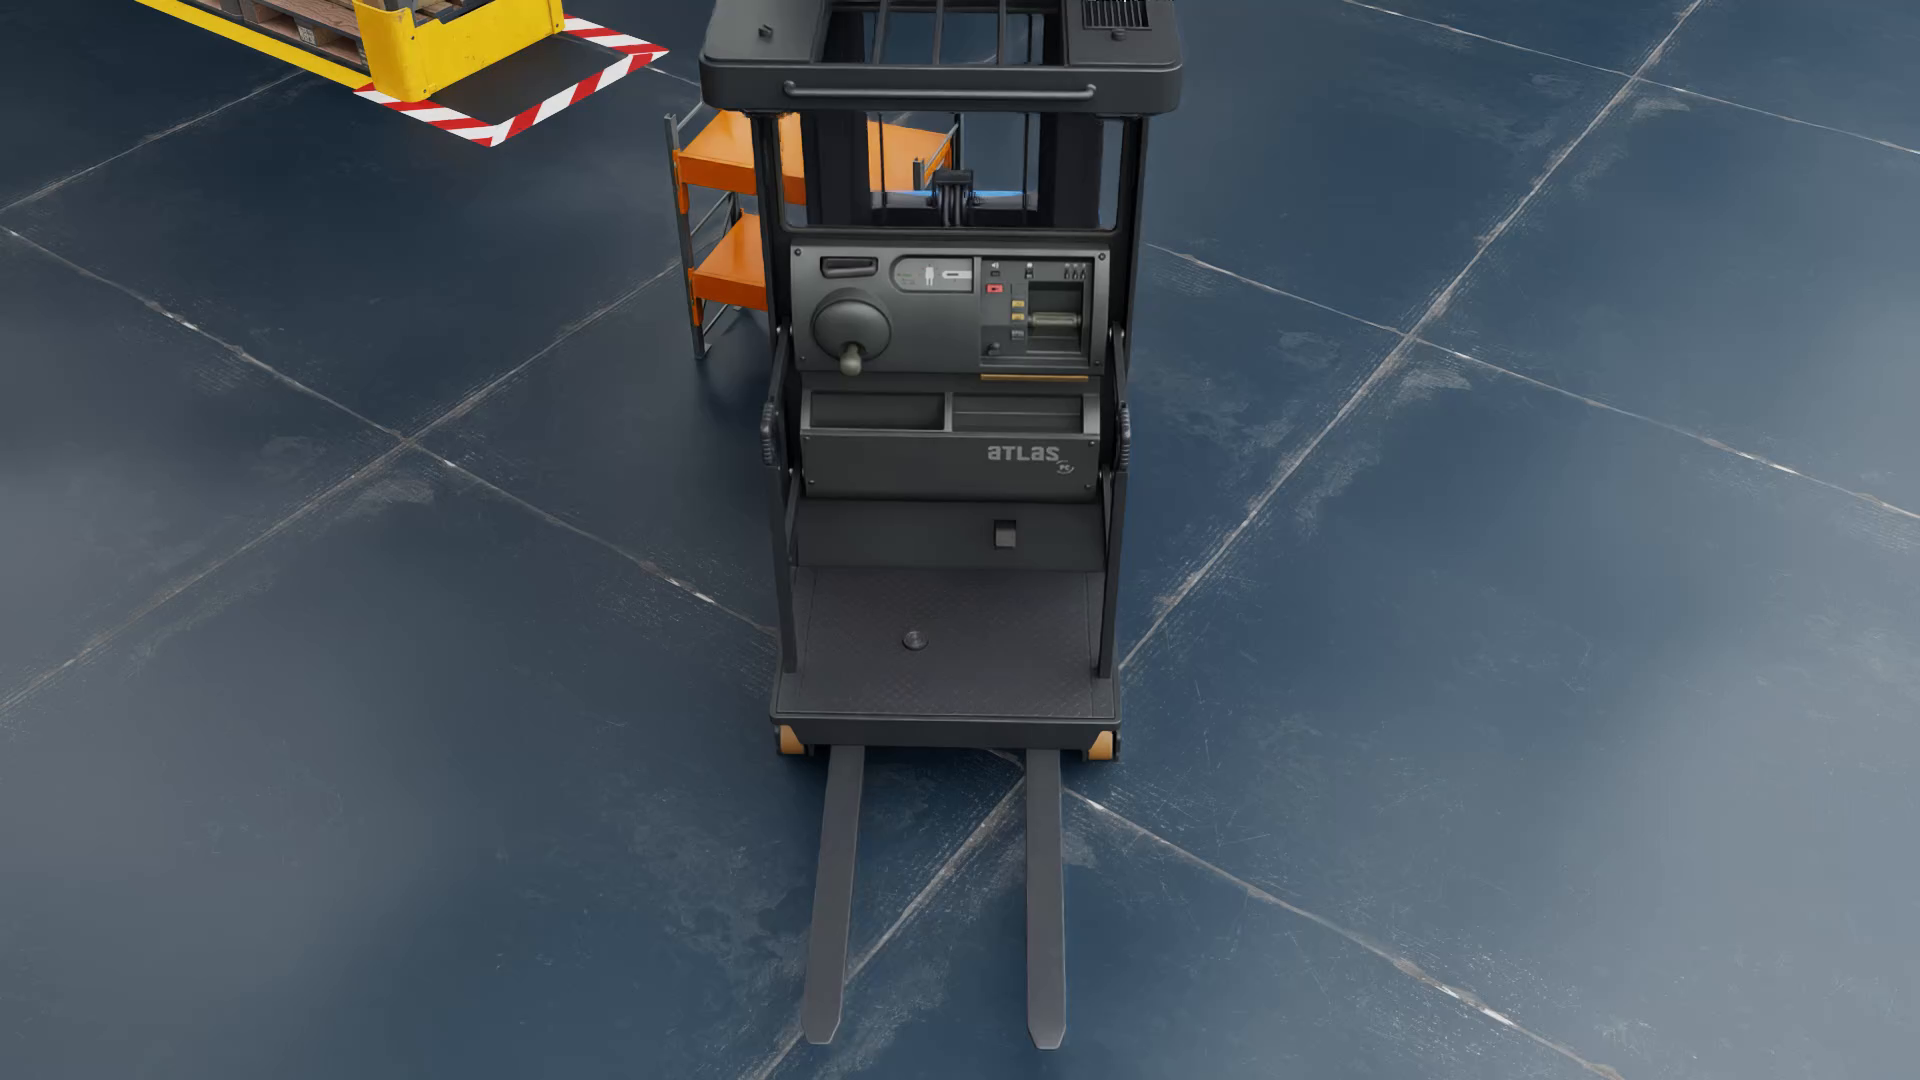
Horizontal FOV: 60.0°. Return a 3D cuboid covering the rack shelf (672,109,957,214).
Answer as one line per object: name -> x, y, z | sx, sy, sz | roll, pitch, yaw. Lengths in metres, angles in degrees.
rack shelf -> -0.560, -1.460, 6.599 | 1.000, 0.278, 0.538 | 13, 43, 14

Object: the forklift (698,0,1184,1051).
forklift -> -0.034, -0.591, 4.712 | 1.130, 2.935, 3.031 | 1, 42, 1

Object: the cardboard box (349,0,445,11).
cardboard box -> -3.154, -3.257, 9.200 | 0.500, 0.500, 0.500 | -33, 51, -31

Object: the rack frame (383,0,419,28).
rack frame -> -2.652, -3.784, 8.229 | 0.127, 3.000, 1.000 | 25, 48, 25

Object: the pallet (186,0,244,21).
pallet -> -4.354, -3.571, 10.083 | 1.213, 0.211, 1.003 | 25, 48, 25

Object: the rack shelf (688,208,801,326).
rack shelf -> -0.560, -1.059, 6.957 | 1.000, 0.278, 0.538 | 13, 43, 14

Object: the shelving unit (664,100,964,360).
shelving unit -> -0.560, -1.241, 6.794 | 1.048, 1.125, 0.538 | 13, 43, 14

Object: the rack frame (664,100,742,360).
rack frame -> -1.041, -1.352, 6.917 | 0.032, 1.125, 0.500 | 13, 43, 14

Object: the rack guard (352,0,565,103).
rack guard -> -2.714, -2.881, 9.095 | 0.348, 0.500, 1.175 | 25, 48, 25

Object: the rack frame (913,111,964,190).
rack frame -> -0.079, -1.131, 6.671 | 0.032, 1.125, 0.500 | 13, 43, 14

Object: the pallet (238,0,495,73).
pallet -> -3.359, -3.104, 9.560 | 1.213, 0.211, 1.003 | 25, 48, 25
